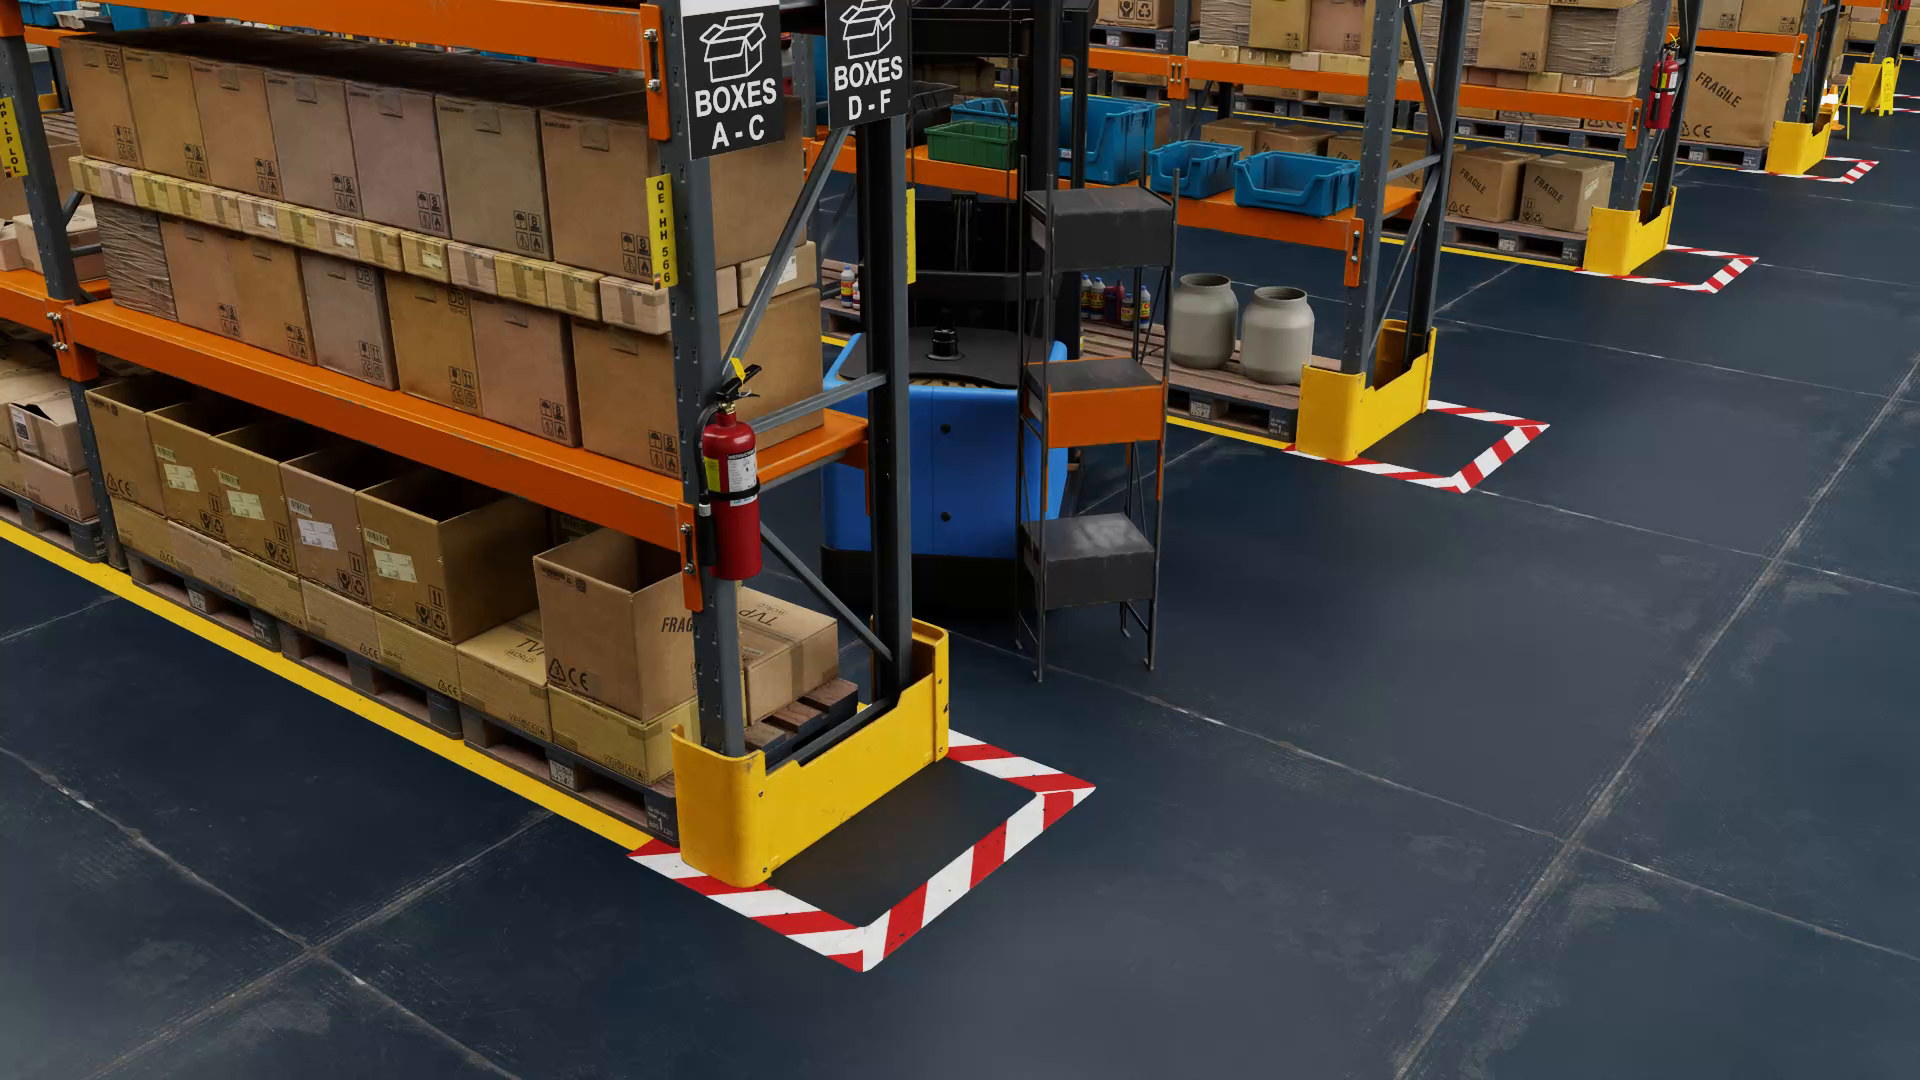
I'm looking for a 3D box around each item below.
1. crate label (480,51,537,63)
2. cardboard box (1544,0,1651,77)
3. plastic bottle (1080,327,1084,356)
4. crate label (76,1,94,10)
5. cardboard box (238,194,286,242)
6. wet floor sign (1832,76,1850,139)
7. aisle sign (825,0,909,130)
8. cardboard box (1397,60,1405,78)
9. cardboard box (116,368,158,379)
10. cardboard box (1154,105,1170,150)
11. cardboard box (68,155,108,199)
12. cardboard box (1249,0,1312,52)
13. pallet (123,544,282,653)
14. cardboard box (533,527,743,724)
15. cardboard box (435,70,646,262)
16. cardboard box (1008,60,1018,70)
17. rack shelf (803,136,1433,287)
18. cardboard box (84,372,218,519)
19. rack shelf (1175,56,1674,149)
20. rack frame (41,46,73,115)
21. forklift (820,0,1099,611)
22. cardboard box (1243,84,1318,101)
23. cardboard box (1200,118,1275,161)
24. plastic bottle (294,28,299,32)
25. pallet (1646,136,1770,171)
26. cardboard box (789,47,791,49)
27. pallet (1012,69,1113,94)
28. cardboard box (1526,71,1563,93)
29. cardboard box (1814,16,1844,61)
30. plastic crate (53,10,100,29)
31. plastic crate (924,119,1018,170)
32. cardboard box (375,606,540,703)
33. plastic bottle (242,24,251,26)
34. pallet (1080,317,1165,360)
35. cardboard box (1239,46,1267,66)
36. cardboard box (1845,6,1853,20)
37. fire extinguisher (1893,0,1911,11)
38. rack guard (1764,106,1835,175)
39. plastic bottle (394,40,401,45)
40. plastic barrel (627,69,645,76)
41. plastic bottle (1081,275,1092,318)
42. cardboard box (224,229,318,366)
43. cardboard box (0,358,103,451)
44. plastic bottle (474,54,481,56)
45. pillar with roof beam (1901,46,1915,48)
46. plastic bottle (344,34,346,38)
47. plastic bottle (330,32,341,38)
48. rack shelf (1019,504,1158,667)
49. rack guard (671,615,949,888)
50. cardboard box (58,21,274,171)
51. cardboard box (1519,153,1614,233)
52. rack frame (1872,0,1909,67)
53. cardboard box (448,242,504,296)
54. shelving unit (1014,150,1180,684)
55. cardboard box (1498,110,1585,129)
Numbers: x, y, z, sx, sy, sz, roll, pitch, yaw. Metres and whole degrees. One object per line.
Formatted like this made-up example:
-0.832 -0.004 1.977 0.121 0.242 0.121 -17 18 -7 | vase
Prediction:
-3.320 -3.647 12.763 0.616 0.435 0.502 17 29 33 | crate label
4.996 -3.945 12.991 0.500 0.500 0.875 17 29 33 | cardboard box
0.716 -1.247 10.285 0.097 0.201 0.097 0 24 0 | plastic bottle
-9.132 -5.526 17.325 0.243 0.136 0.396 17 29 33 | crate label
-2.593 -1.298 6.548 0.250 0.149 0.380 16 28 32 | cardboard box
9.686 -4.752 18.235 0.232 0.644 0.267 12 26 24 | wet floor sign
-0.289 -1.699 5.162 0.004 0.787 0.394 17 29 33 | aisle sign
3.646 -3.921 13.740 0.250 0.149 0.380 17 29 33 | cardboard box
-3.907 -0.764 8.459 0.500 0.311 0.500 17 29 33 | cardboard box
1.740 -3.802 15.713 0.500 0.500 0.700 14 28 29 | cardboard box
-3.627 -1.609 7.253 0.250 0.149 0.380 17 29 33 | cardboard box
2.921 -4.510 14.272 0.500 0.500 0.875 17 29 33 | cardboard box
-3.114 0.088 7.788 1.213 0.211 1.003 17 29 33 | pallet
-1.132 0.263 5.892 0.500 0.500 0.500 17 29 33 | cardboard box
-1.357 -1.321 5.795 0.500 0.500 0.700 16 28 32 | cardboard box
0.977 -6.382 21.593 0.500 0.500 0.500 18 30 35 | cardboard box
0.849 -2.178 10.365 4.000 0.370 1.077 17 29 33 | rack shelf
-3.542 -0.458 7.528 0.500 0.500 0.500 17 29 33 | cardboard box
3.819 -3.776 13.992 4.000 0.370 1.077 17 29 33 | rack shelf
-10.354 -5.893 17.904 0.127 3.000 1.000 17 29 33 | rack frame
0.084 -1.590 8.224 1.130 2.935 3.031 3 24 7 | forklift
3.954 -5.683 19.697 0.750 0.750 1.050 17 29 33 | cardboard box
2.515 -3.528 15.115 0.500 0.500 0.500 16 28 32 | cardboard box
-5.766 -4.314 14.481 0.097 0.271 0.097 0 24 0 | plastic bottle
7.788 -4.089 17.270 1.213 0.211 1.003 17 29 33 | pallet
-1.522 -4.950 17.878 0.875 0.875 1.225 15 28 31 | cardboard box
1.449 -6.045 21.709 1.213 0.211 1.003 17 29 33 | pallet
4.637 -3.613 13.042 0.250 0.149 0.380 17 29 33 | cardboard box
10.565 -6.206 20.573 0.500 0.500 0.500 17 29 34 | cardboard box
-8.727 -5.156 16.485 0.466 0.136 0.293 17 29 33 | plastic crate
0.165 -2.475 10.409 0.662 0.188 0.450 17 29 33 | plastic crate
-1.940 0.368 6.584 0.500 0.250 0.500 17 29 33 | cardboard box
-6.271 -4.410 14.692 0.135 0.276 0.152 17 29 33 | plastic bottle
0.741 -1.244 10.812 1.213 0.211 1.003 17 29 33 | pallet
2.619 -4.209 14.393 0.250 0.149 0.380 17 29 33 | cardboard box
12.939 -7.844 24.601 0.500 0.250 0.500 16 28 32 | cardboard box
11.178 -6.607 19.621 0.183 0.674 0.296 17 29 33 | fire extinguisher
8.494 -4.048 16.817 0.348 0.500 1.175 17 29 33 | rack guard
-4.921 -4.369 14.604 0.097 0.271 0.097 0 24 0 | plastic bottle
-2.319 -3.637 12.616 0.433 0.535 0.433 0 24 0 | plastic barrel
0.831 -1.622 11.050 0.097 0.271 0.097 0 24 0 | plastic bottle
-2.542 -1.086 6.871 0.500 0.500 0.700 17 29 34 | cardboard box
-4.642 -0.713 8.343 0.500 0.311 0.500 18 29 35 | cardboard box
-4.105 -4.110 14.012 0.135 0.276 0.152 17 29 33 | plastic bottle
11.738 -10.237 20.323 0.400 9.000 9.100 17 29 33 | pillar with roof beam
-5.476 -4.505 14.915 0.097 0.271 0.097 0 24 0 | plastic bottle
-5.655 -4.579 15.076 0.135 0.276 0.152 17 29 33 | plastic bottle
0.524 0.186 6.993 0.480 0.518 0.431 -5 24 -12 | rack shelf
-0.506 0.723 5.988 0.348 0.500 1.175 17 29 33 | rack guard
-3.367 -1.928 7.172 0.500 0.500 0.700 17 29 34 | cardboard box
4.930 -2.826 13.524 0.500 0.500 0.500 -20 31 -38 | cardboard box
11.363 -6.819 20.006 0.127 3.000 1.000 17 29 33 | rack frame
-1.560 -0.986 5.839 0.250 0.149 0.380 17 29 34 | cardboard box
0.524 -0.467 6.705 0.503 2.100 0.431 -5 24 -12 | shelving unit
6.459 -4.993 17.977 0.875 0.875 0.875 17 29 34 | cardboard box
